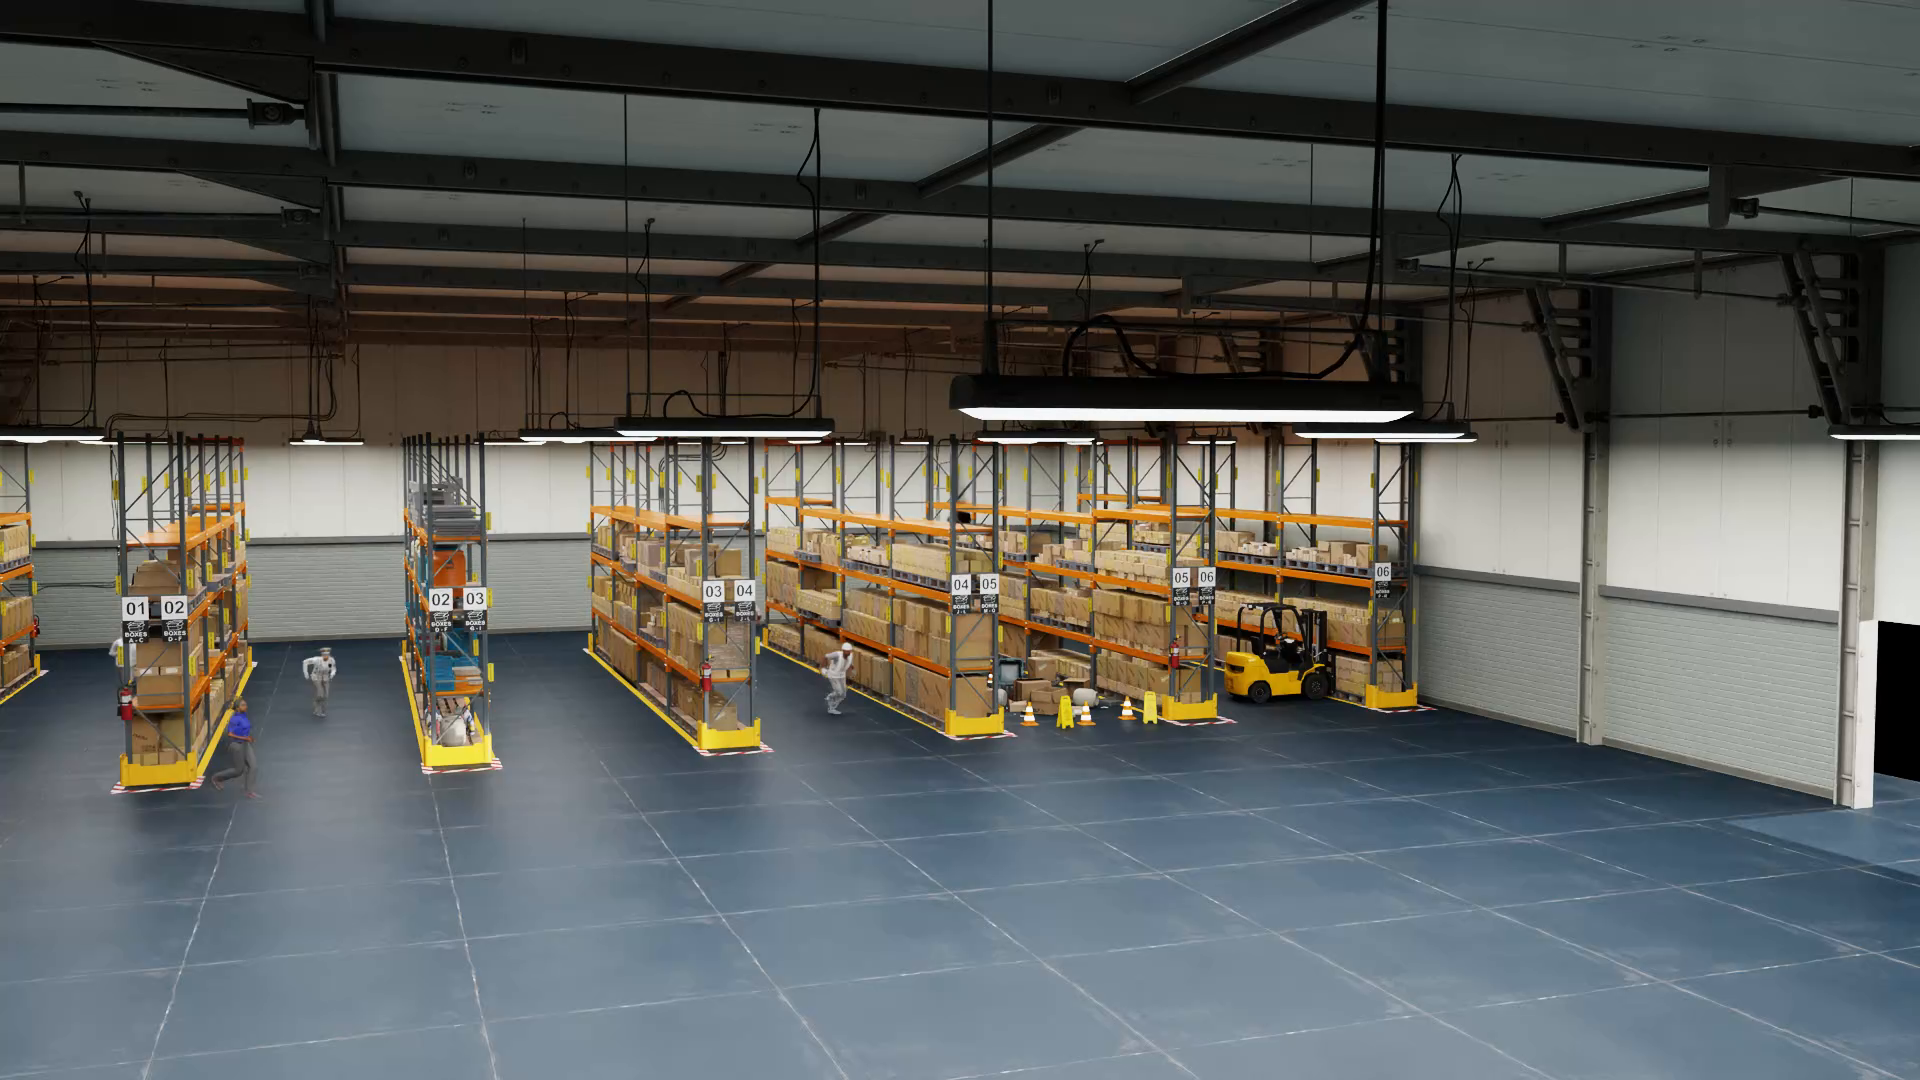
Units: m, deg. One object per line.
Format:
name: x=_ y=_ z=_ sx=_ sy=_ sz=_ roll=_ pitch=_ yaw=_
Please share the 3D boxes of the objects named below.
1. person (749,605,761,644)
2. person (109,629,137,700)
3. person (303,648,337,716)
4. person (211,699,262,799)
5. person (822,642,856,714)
person: x=-5.778 y=2.375 z=45.345 sx=0.715 sy=1.740 sz=0.850 roll=-1 pitch=3 yaw=-15
person: x=-18.423 y=2.802 z=36.706 sx=0.635 sy=1.813 sz=0.871 roll=-2 pitch=4 yaw=-27
person: x=-13.579 y=3.021 z=35.281 sx=0.644 sy=1.496 sz=0.819 roll=-3 pitch=4 yaw=-41
person: x=-11.820 y=3.421 z=27.177 sx=0.811 sy=1.671 sz=0.585 roll=0 pitch=3 yaw=3
person: x=-2.592 y=2.961 z=35.515 sx=0.715 sy=1.588 sz=0.822 roll=-3 pitch=4 yaw=-42
